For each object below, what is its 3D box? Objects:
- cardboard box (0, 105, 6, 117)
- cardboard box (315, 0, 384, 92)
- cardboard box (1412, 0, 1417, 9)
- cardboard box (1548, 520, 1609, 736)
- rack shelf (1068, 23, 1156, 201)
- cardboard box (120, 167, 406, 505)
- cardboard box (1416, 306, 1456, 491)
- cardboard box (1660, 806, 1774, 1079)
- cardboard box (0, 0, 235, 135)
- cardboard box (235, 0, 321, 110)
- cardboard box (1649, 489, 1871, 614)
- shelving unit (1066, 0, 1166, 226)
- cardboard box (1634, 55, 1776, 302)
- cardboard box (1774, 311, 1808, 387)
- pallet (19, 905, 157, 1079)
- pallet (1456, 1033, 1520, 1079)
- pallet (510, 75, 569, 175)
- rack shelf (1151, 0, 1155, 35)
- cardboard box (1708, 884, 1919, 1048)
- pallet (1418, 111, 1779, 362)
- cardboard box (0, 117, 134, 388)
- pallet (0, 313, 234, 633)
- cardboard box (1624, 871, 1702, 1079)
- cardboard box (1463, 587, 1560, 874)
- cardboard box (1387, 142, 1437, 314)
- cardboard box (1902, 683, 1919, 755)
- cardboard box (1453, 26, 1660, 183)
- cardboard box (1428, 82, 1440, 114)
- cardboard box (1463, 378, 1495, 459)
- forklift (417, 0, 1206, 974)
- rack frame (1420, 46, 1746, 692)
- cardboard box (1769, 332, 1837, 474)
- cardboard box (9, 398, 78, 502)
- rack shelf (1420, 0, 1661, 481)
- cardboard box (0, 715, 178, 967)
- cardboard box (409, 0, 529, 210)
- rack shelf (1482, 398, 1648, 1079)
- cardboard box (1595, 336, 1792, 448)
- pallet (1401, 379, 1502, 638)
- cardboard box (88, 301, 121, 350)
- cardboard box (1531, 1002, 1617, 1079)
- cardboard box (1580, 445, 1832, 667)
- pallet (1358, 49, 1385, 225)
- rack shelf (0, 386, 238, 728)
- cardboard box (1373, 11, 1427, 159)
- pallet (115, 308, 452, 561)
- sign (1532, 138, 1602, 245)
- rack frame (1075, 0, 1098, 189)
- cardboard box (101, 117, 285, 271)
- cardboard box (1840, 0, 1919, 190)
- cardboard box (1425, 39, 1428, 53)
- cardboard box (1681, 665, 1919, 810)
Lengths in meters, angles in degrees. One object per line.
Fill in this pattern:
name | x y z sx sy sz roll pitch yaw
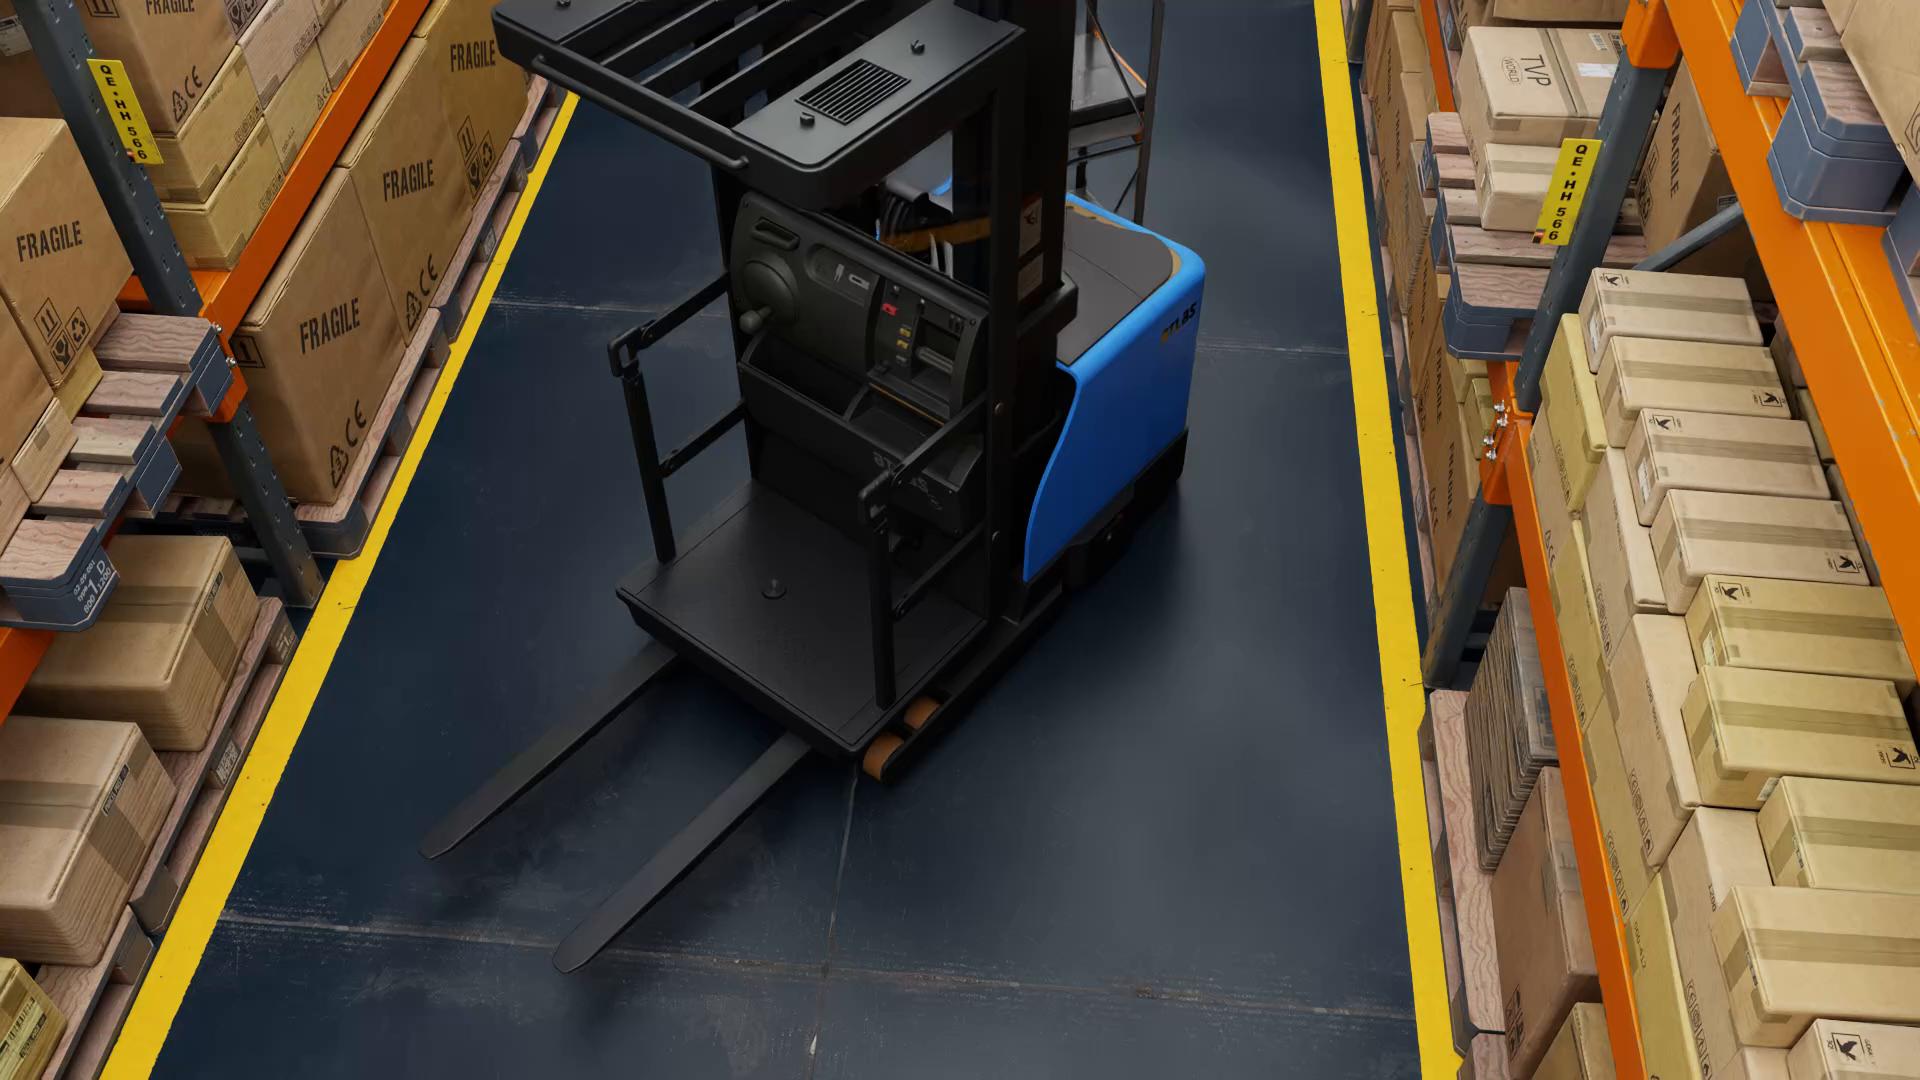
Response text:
cardboard box | -3.043 -1.604 4.939 0.500 0.500 0.500 3 48 2
cardboard box | -2.451 -1.891 6.049 0.500 0.250 0.500 5 48 5
cardboard box | 2.233 -2.506 7.479 0.380 0.149 0.250 3 48 2
cardboard box | 1.780 0.225 4.113 0.500 0.250 0.500 3 48 3
rack shelf | 0.423 -1.566 6.270 0.431 0.518 0.480 -17 49 -16
cardboard box | -2.684 -0.762 6.070 0.875 0.875 0.875 3 48 3
cardboard box | 1.995 -0.495 6.079 0.500 0.500 0.500 3 48 3
cardboard box | 1.696 0.815 3.234 0.500 0.250 0.500 4 48 4
cardboard box | -2.541 -1.553 4.892 0.500 0.500 0.500 2 48 2
cardboard box | -2.489 -1.689 5.525 0.500 0.250 0.500 5 48 4
cardboard box | 1.760 0.037 3.676 0.380 0.149 0.250 4 48 4
shelving unit | 0.423 -1.575 6.260 0.431 2.100 0.503 -17 49 -16
cardboard box | 2.317 -1.048 4.823 0.500 0.500 0.500 6 48 5
cardboard box | 2.286 -0.504 4.171 0.380 0.149 0.250 5 48 5
pallet | -3.016 1.574 4.668 1.003 0.211 1.213 4 48 4
pallet | 1.886 1.933 4.339 1.003 0.211 1.213 4 48 4
pallet | -2.460 -2.262 8.175 1.003 0.211 1.213 4 48 4
rack shelf | 0.427 -2.046 5.761 0.431 0.518 0.480 -17 49 -16
cardboard box | 1.594 0.775 3.001 0.380 0.149 0.250 3 48 2
pallet | 2.106 -0.942 5.209 1.213 0.211 1.003 4 48 4
cardboard box | -2.594 -0.759 4.357 0.500 0.500 0.500 3 48 2
pallet | -2.788 -0.240 4.567 1.213 0.211 1.003 4 48 4
cardboard box | 1.691 0.985 3.418 0.500 0.250 0.500 5 48 5
cardboard box | 2.044 0.613 4.982 0.875 0.625 0.625 5 48 5
cardboard box | 2.068 -1.262 6.781 0.500 0.500 0.500 2 48 2
cardboard box | 2.257 0.470 3.550 0.500 0.250 0.500 4 48 3
cardboard box | 1.888 -1.393 5.308 0.500 0.250 0.500 2 48 2
cardboard box | 2.124 -1.751 6.789 0.380 0.149 0.250 5 48 5
cardboard box | 1.907 -0.401 5.554 0.380 0.149 0.250 2 48 2
forklift | -0.454 -0.609 4.821 1.130 2.935 3.031 31 55 25
rack frame | 2.114 -0.504 4.679 1.000 3.000 0.127 4 48 4
cardboard box | 2.350 -0.274 4.231 0.500 0.250 0.500 5 48 4
cardboard box | -2.556 -0.246 4.328 0.380 0.149 0.250 4 48 3
rack shelf | 2.296 -1.731 6.288 1.077 0.370 4.000 4 48 4
cardboard box | -2.950 0.867 4.921 0.950 0.372 0.625 3 48 3
cardboard box | -2.516 -2.074 7.270 0.875 0.875 0.875 5 48 5
rack shelf | 1.932 1.208 3.600 1.077 0.370 4.000 4 48 4
cardboard box | 1.769 -0.346 4.027 0.380 0.149 0.250 5 48 4
pallet | 2.220 -0.109 6.207 1.003 0.211 1.213 4 48 4
cardboard box | -2.625 -0.636 4.684 0.380 0.149 0.250 5 48 5
cardboard box | 1.931 1.588 4.089 0.875 0.625 0.625 2 48 2
cardboard box | 1.784 0.055 3.930 0.500 0.250 0.500 5 48 5
pallet | 2.442 -1.902 7.847 1.003 0.211 1.213 4 48 4
rack shelf | -3.012 0.877 3.903 1.077 0.370 4.000 4 48 4
cardboard box | 2.172 -2.010 7.465 0.500 0.500 0.500 3 48 3
pallet | -2.682 -0.469 6.536 1.003 0.211 1.213 4 48 4
sign | 1.573 -0.898 4.308 0.100 0.325 0.005 4 48 4
rack frame | 0.327 -1.739 6.414 0.400 2.100 0.015 -17 49 -16
cardboard box | -2.534 -1.128 5.350 0.500 0.250 0.500 3 48 3
cardboard box | 1.859 -0.833 2.526 0.700 0.500 0.500 3 48 3
cardboard box | 2.209 -2.115 7.121 0.380 0.149 0.250 3 48 3
cardboard box | 1.685 0.406 3.338 0.380 0.149 0.250 5 48 4
